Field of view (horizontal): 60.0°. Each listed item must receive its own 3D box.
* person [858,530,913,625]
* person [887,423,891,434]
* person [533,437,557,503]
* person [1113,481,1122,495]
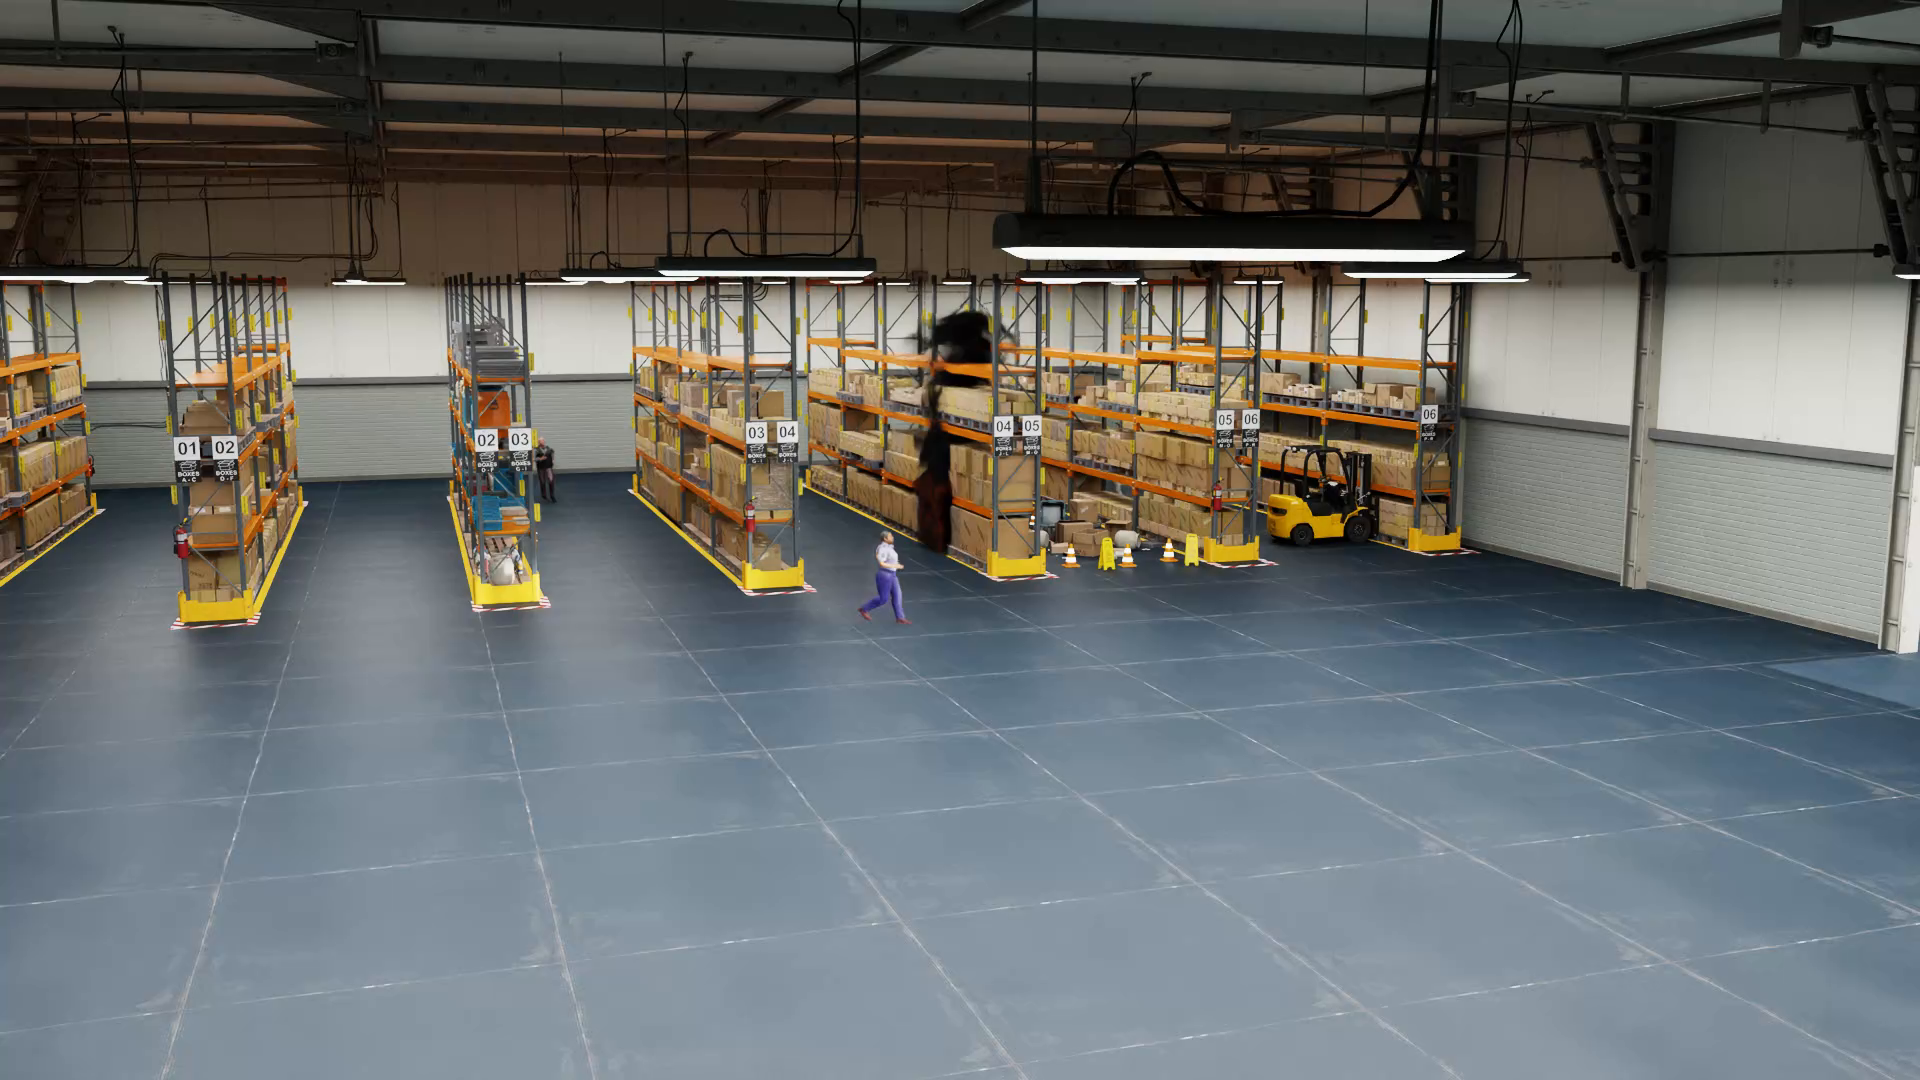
[{"bbox_3d":[-1.276,0.650,28.323,0.931,1.649,0.591,2,9,11],"label":"person"},{"bbox_3d":[-2.245,-2.694,50.387,0.652,1.687,0.563,-4,9,-22],"label":"person"},{"bbox_3d":[-11.239,-1.901,44.946,0.638,1.765,0.738,-3,9,-20],"label":"person"},{"bbox_3d":[4.274,-1.906,45.144,0.548,1.725,0.708,-3,9,-21],"label":"person"}]
